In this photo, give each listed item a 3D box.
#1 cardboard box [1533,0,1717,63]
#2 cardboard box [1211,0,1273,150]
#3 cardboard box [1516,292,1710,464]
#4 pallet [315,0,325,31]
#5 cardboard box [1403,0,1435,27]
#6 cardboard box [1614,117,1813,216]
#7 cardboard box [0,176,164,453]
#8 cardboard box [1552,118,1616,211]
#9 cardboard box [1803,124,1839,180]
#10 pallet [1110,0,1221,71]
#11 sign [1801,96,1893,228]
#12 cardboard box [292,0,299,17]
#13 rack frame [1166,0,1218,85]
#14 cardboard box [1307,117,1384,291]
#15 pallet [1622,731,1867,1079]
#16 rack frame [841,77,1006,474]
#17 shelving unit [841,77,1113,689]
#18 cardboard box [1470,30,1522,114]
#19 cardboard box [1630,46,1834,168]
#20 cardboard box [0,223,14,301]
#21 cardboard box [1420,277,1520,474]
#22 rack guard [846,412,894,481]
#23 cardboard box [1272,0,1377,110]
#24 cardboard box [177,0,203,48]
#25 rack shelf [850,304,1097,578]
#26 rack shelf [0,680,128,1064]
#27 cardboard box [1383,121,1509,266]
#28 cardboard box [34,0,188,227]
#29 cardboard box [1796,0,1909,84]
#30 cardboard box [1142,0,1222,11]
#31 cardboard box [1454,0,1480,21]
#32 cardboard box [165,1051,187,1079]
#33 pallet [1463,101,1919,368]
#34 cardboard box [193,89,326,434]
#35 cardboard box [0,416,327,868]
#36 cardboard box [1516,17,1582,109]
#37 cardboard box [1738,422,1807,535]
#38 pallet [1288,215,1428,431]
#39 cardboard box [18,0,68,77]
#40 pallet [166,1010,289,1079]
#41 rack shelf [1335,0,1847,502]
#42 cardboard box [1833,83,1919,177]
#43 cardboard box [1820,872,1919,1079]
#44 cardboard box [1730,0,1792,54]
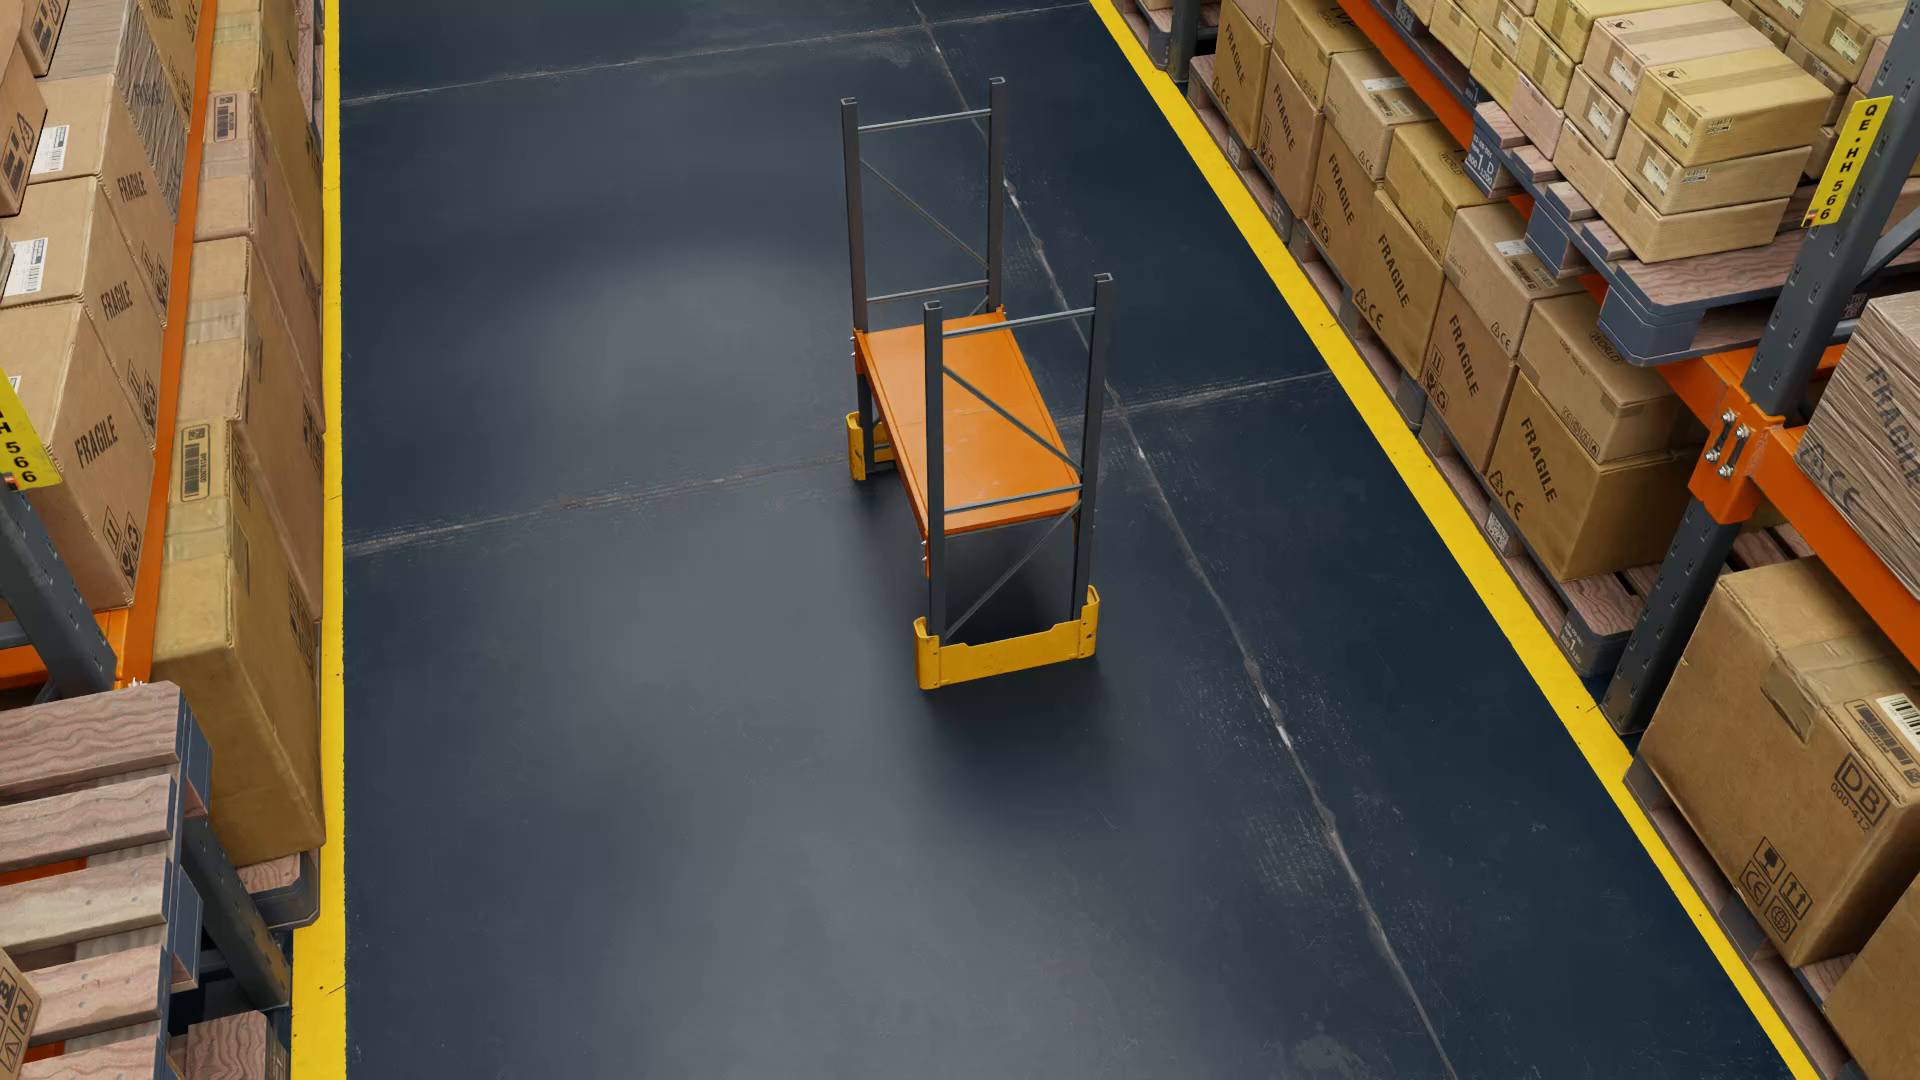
[{"bbox_3d":[1.809,-1.447,4.533,0.380,0.149,0.250,-9,46,-9],"label":"cardboard box"},{"bbox_3d":[1.415,-2.045,7.110,0.500,0.500,0.500,-9,46,-9],"label":"cardboard box"},{"bbox_3d":[2.078,-0.529,5.099,0.500,0.250,0.500,-12,47,-11],"label":"cardboard box"},{"bbox_3d":[-3.773,-2.902,8.446,1.003,0.211,1.213,-11,47,-10],"label":"pallet"},{"bbox_3d":[1.613,-1.772,5.269,0.380,0.149,0.250,-9,46,-9],"label":"cardboard box"},{"bbox_3d":[1.940,-0.991,4.295,0.380,0.149,0.250,-10,46,-9],"label":"cardboard box"},{"bbox_3d":[-2.310,-0.509,4.079,0.500,0.500,0.500,-12,47,-11],"label":"cardboard box"},{"bbox_3d":[1.874,-1.058,4.568,0.380,0.149,0.250,-11,47,-10],"label":"cardboard box"},{"bbox_3d":[2.519,-1.160,4.669,0.380,0.149,0.250,-9,46,-8],"label":"cardboard box"},{"bbox_3d":[1.276,-2.813,8.359,1.003,0.211,1.213,-11,47,-10],"label":"pallet"},{"bbox_3d":[1.984,-0.842,3.720,0.100,0.325,0.005,-11,47,-10],"label":"sign"},{"bbox_3d":[-3.660,-2.990,7.773,0.875,0.875,0.875,-11,47,-10],"label":"cardboard box"},{"bbox_3d":[1.483,-3.332,6.915,1.000,3.000,0.127,-11,47,-10],"label":"rack frame"},{"bbox_3d":[1.700,-1.321,6.401,0.500,0.500,0.500,-10,46,-10],"label":"cardboard box"},{"bbox_3d":[2.636,0.964,4.658,1.003,0.211,1.213,-11,47,-10],"label":"pallet"},{"bbox_3d":[-0.108,-0.817,5.501,0.500,1.500,0.032,-11,47,-10],"label":"rack frame"},{"bbox_3d":[0.020,-0.472,5.163,0.587,1.500,1.083,-11,47,-10],"label":"shelving unit"},{"bbox_3d":[1.748,-1.408,4.911,0.380,0.149,0.250,-11,47,-11],"label":"cardboard box"},{"bbox_3d":[1.938,-1.092,4.185,0.380,0.149,0.250,-12,47,-12],"label":"cardboard box"},{"bbox_3d":[-2.485,-0.627,3.492,0.797,0.503,0.637,-9,46,-9],"label":"cardboard box"},{"bbox_3d":[1.956,-0.608,5.702,0.500,0.500,0.500,-9,46,-9],"label":"cardboard box"},{"bbox_3d":[-0.108,-0.379,5.946,0.587,0.250,0.087,-11,47,-10],"label":"rack guard"},{"bbox_3d":[1.555,-1.941,6.483,0.500,0.250,0.500,-10,46,-9],"label":"cardboard box"},{"bbox_3d":[-2.834,-1.914,5.456,0.500,0.500,0.500,-9,46,-9],"label":"cardboard box"},{"bbox_3d":[0.022,-0.340,5.285,0.538,0.185,1.000,-11,47,-10],"label":"rack shelf"},{"bbox_3d":[-1.802,1.899,2.292,1.077,0.370,4.000,-11,47,-10],"label":"rack shelf"},{"bbox_3d":[1.823,-1.230,5.786,0.500,0.250,0.500,-10,46,-9],"label":"cardboard box"},{"bbox_3d":[-2.570,-1.208,4.763,0.500,0.500,0.500,-11,47,-10],"label":"cardboard box"},{"bbox_3d":[2.504,-1.377,4.465,0.380,0.149,0.250,-12,47,-11],"label":"cardboard box"},{"bbox_3d":[1.053,-2.690,7.988,0.380,0.149,0.250,-10,46,-10],"label":"cardboard box"},{"bbox_3d":[1.675,-1.702,4.991,0.380,0.149,0.250,-11,47,-11],"label":"cardboard box"},{"bbox_3d":[-2.123,1.447,3.674,0.700,0.500,0.500,-13,47,-12],"label":"cardboard box"},{"bbox_3d":[2.221,-0.976,4.740,1.213,0.211,1.003,-11,47,-10],"label":"pallet"},{"bbox_3d":[-2.925,-0.843,5.670,1.225,0.875,0.875,-12,47,-12],"label":"cardboard box"},{"bbox_3d":[-2.470,0.383,4.468,1.225,0.875,0.875,-13,47,-12],"label":"cardboard box"},{"bbox_3d":[1.800,-1.356,4.653,0.380,0.149,0.250,-10,46,-9],"label":"cardboard box"},{"bbox_3d":[2.572,-0.377,5.476,0.500,0.500,0.500,-13,47,-12],"label":"cardboard box"},{"bbox_3d":[1.999,-0.975,6.558,1.003,0.211,1.213,-11,47,-10],"label":"pallet"},{"bbox_3d":[-2.828,-1.539,4.386,0.797,0.503,0.637,-9,46,-9],"label":"cardboard box"},{"bbox_3d":[-2.115,1.783,3.855,1.003,0.211,1.213,-11,47,-10],"label":"pallet"},{"bbox_3d":[1.995,-1.699,5.819,1.077,0.370,4.000,-11,47,-10],"label":"rack shelf"},{"bbox_3d":[2.577,-1.104,4.405,0.380,0.149,0.250,-9,46,-9],"label":"cardboard box"},{"bbox_3d":[2.803,1.110,3.843,1.050,0.750,0.750,-10,46,-10],"label":"cardboard box"},{"bbox_3d":[2.434,-1.474,4.768,0.380,0.149,0.250,-12,47,-12],"label":"cardboard box"}]
